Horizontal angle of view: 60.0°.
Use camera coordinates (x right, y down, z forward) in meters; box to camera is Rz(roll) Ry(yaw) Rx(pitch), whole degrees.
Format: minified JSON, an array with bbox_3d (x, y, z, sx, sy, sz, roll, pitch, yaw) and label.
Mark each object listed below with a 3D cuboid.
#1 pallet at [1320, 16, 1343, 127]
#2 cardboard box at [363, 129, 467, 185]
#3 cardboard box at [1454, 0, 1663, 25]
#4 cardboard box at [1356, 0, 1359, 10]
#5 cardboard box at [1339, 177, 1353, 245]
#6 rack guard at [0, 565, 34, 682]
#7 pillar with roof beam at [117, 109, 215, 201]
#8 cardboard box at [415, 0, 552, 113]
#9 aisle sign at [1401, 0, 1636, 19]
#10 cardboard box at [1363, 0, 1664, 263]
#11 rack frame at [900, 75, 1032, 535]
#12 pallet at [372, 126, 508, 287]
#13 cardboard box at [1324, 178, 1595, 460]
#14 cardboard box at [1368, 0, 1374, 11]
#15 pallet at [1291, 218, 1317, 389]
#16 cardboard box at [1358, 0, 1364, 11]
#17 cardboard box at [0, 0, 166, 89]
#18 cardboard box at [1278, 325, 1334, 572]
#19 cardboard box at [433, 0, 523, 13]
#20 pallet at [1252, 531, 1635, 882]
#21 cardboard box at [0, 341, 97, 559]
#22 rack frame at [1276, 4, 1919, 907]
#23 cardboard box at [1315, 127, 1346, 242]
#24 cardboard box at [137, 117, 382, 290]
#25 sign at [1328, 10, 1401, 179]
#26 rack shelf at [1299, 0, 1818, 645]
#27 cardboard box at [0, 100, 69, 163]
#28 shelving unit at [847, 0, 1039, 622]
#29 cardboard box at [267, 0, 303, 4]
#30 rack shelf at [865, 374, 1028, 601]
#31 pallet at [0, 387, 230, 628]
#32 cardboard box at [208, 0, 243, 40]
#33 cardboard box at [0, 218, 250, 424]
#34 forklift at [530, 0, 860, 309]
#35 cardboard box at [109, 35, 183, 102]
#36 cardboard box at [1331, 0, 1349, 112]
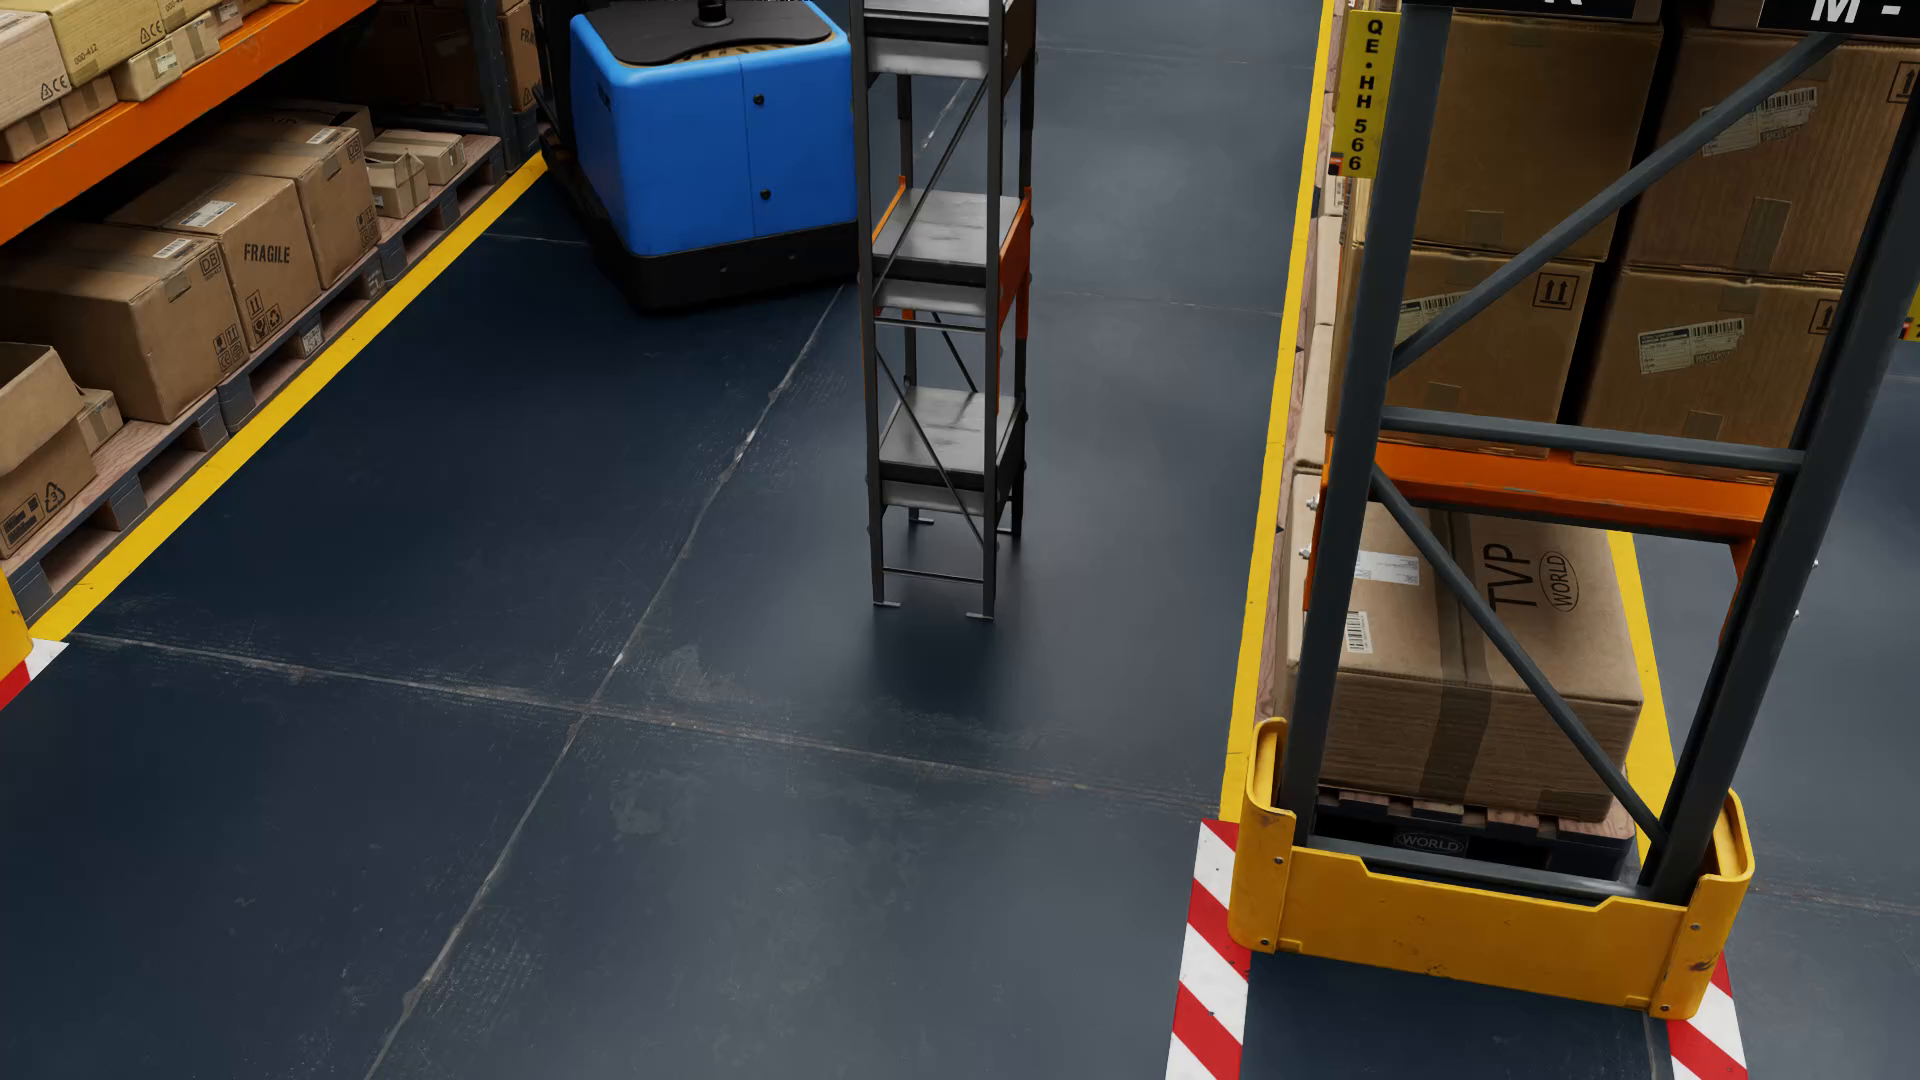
[{"bbox_3d":[2.504,-2.522,9.049,1.003,0.211,1.213,7,37,10],"label":"pallet"},{"bbox_3d":[-2.528,-1.777,7.717,0.380,0.149,0.250,6,36,9],"label":"cardboard box"},{"bbox_3d":[1.181,-1.143,3.281,0.380,0.149,0.250,8,37,11],"label":"cardboard box"},{"bbox_3d":[1.798,-2.302,6.284,0.500,0.500,0.500,8,37,11],"label":"cardboard box"},{"bbox_3d":[1.366,-1.136,4.677,0.500,0.500,0.500,8,37,11],"label":"cardboard box"},{"bbox_3d":[-3.534,0.144,5.125,1.175,0.500,0.348,7,37,10],"label":"rack guard"},{"bbox_3d":[0.481,-4.721,4.595,9.100,9.000,0.400,7,37,10],"label":"pillar with roof beam"},{"bbox_3d":[-2.373,-2.524,8.449,0.500,0.500,0.500,9,37,12],"label":"cardboard box"},{"bbox_3d":[0.981,-1.254,2.709,0.394,0.787,0.004,7,37,10],"label":"aisle sign"},{"bbox_3d":[1.170,-0.956,3.575,0.500,0.500,0.500,8,37,12],"label":"cardboard box"},{"bbox_3d":[0.017,-0.895,5.196,0.400,2.100,0.015,7,37,10],"label":"rack frame"},{"bbox_3d":[-2.844,-1.595,7.770,1.003,0.211,1.213,7,37,10],"label":"pallet"},{"bbox_3d":[1.144,-0.554,3.874,0.500,0.500,0.500,8,37,10],"label":"cardboard box"},{"bbox_3d":[1.362,-1.542,4.385,0.500,0.500,0.500,7,37,10],"label":"cardboard box"},{"bbox_3d":[1.915,-0.942,6.870,1.003,0.211,1.213,7,37,10],"label":"pallet"},{"bbox_3d":[1.574,-1.729,5.495,0.500,0.500,0.500,8,37,10],"label":"cardboard box"},{"bbox_3d":[-2.978,-1.690,5.401,0.500,0.250,0.500,7,36,9],"label":"cardboard box"},{"bbox_3d":[1.530,-0.253,5.369,0.875,0.438,0.875,8,37,11],"label":"cardboard box"},{"bbox_3d":[-2.359,-2.710,8.153,0.380,0.149,0.250,9,37,12],"label":"cardboard box"},{"bbox_3d":[1.394,0.457,4.940,1.003,0.211,1.213,7,37,10],"label":"pallet"},{"bbox_3d":[-3.327,-0.322,5.408,0.797,0.503,0.637,6,36,8],"label":"cardboard box"},{"bbox_3d":[1.300,-0.204,3.476,1.000,3.000,0.127,7,37,10],"label":"rack frame"},{"bbox_3d":[1.915,-1.283,6.790,0.875,0.438,0.875,7,36,9],"label":"cardboard box"},{"bbox_3d":[-2.885,-1.401,6.899,0.700,0.500,0.500,6,36,8],"label":"cardboard box"},{"bbox_3d":[0.773,-0.845,3.171,0.100,0.325,0.005,7,37,10],"label":"sign"},{"bbox_3d":[1.727,-1.059,5.269,1.077,0.370,4.000,7,37,10],"label":"rack shelf"},{"bbox_3d":[-3.067,-1.320,5.230,0.380,0.149,0.250,8,37,11],"label":"cardboard box"},{"bbox_3d":[-0.035,-0.755,5.003,0.431,2.100,0.503,7,37,10],"label":"shelving unit"},{"bbox_3d":[-2.693,-2.200,6.444,0.380,0.149,0.250,7,36,9],"label":"cardboard box"},{"bbox_3d":[-0.035,-0.177,5.422,0.431,0.518,0.480,7,37,10],"label":"rack shelf"},{"bbox_3d":[-3.365,-0.196,5.840,1.003,0.211,1.213,7,37,10],"label":"pallet"},{"bbox_3d":[-2.864,-1.919,6.055,0.380,0.149,0.250,7,37,10],"label":"cardboard box"},{"bbox_3d":[-3.106,-0.806,6.078,0.700,0.500,0.500,9,37,12],"label":"cardboard box"},{"bbox_3d":[-1.442,-3.013,7.410,1.130,2.935,3.031,-14,38,-18],"label":"forklift"},{"bbox_3d":[-2.888,-1.609,5.628,0.380,0.149,0.250,6,36,9],"label":"cardboard box"},{"bbox_3d":[2.394,-2.691,8.360,0.875,0.875,0.875,8,37,11],"label":"cardboard box"}]
